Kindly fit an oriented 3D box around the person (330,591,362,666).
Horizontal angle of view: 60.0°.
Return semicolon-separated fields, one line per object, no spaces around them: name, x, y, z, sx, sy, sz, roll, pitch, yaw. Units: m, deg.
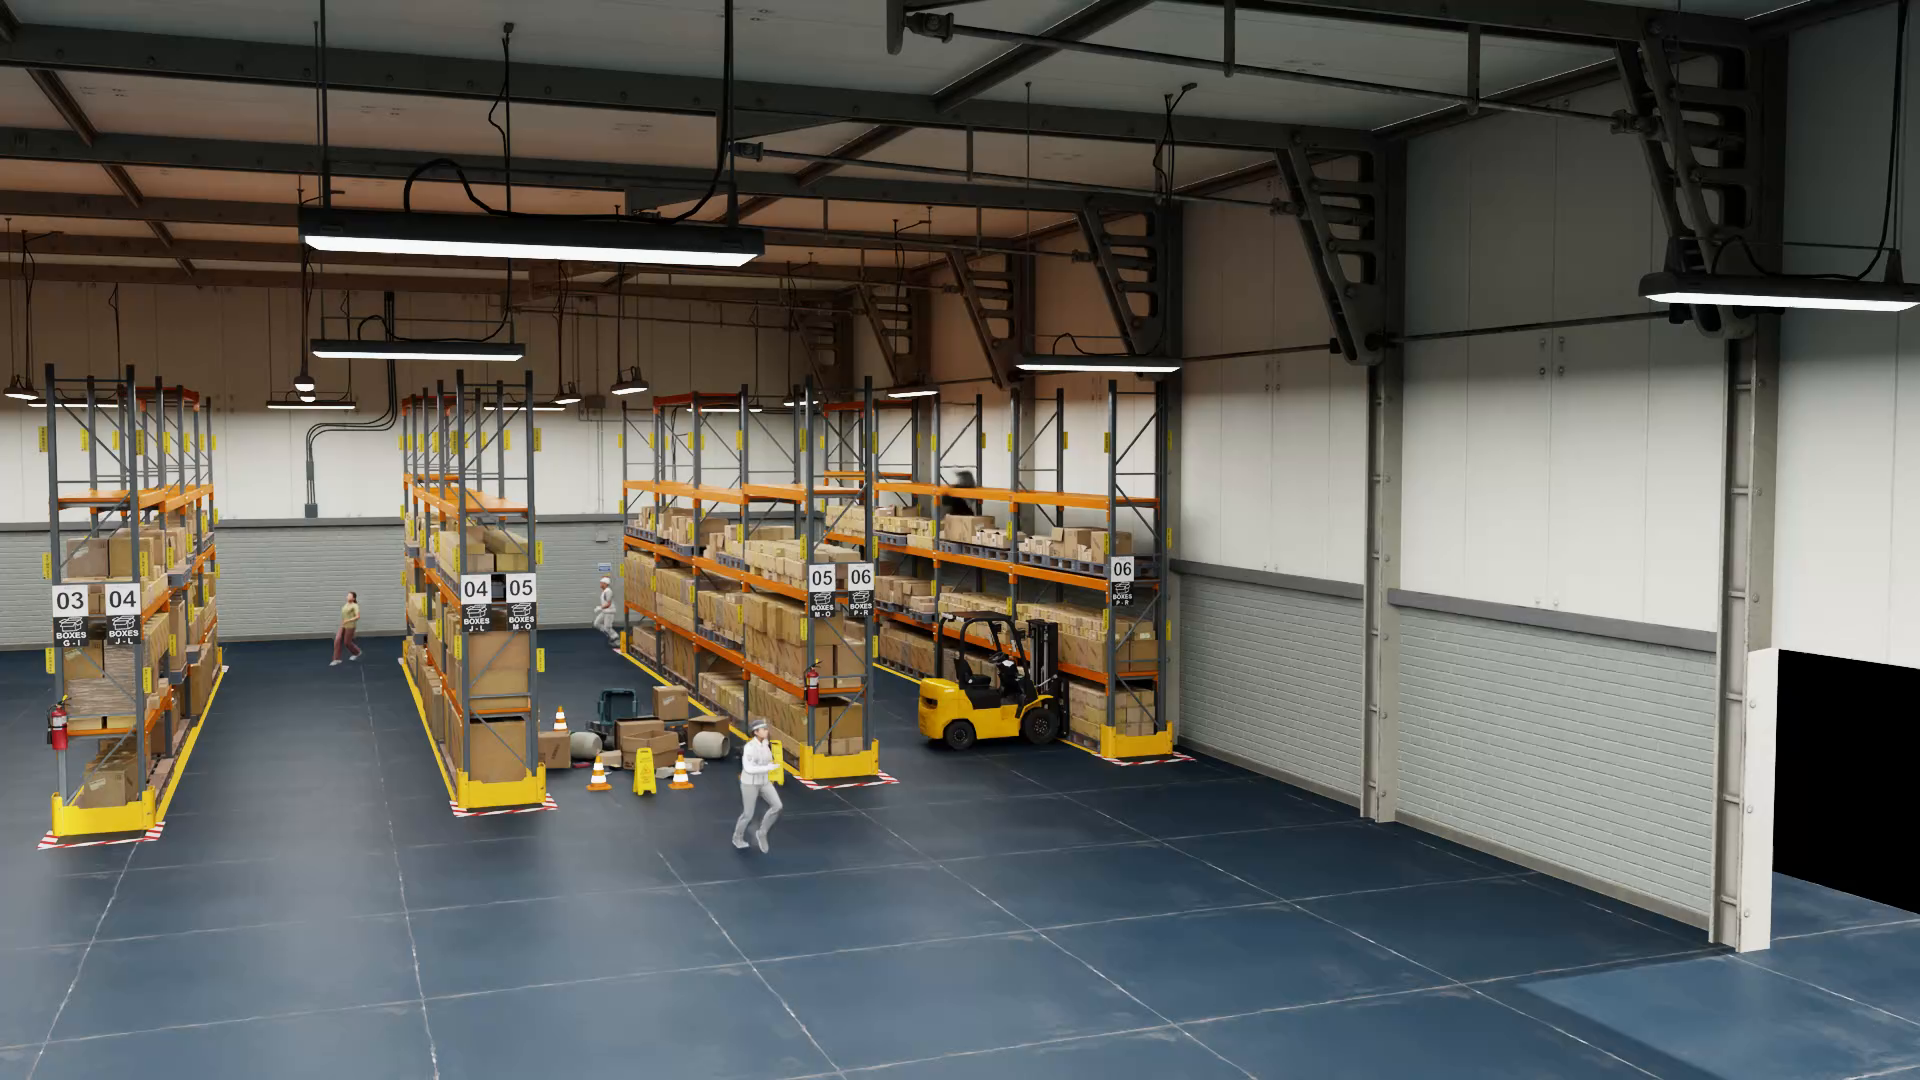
person;-13.804;1.986;37.463;0.610;1.658;0.790;2;4;30

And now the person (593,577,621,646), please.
person;-8.633;1.759;40.649;0.687;1.705;0.611;-1;4;-23

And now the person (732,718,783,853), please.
person;-2.472;2.972;20.238;0.782;1.669;0.642;2;4;31
